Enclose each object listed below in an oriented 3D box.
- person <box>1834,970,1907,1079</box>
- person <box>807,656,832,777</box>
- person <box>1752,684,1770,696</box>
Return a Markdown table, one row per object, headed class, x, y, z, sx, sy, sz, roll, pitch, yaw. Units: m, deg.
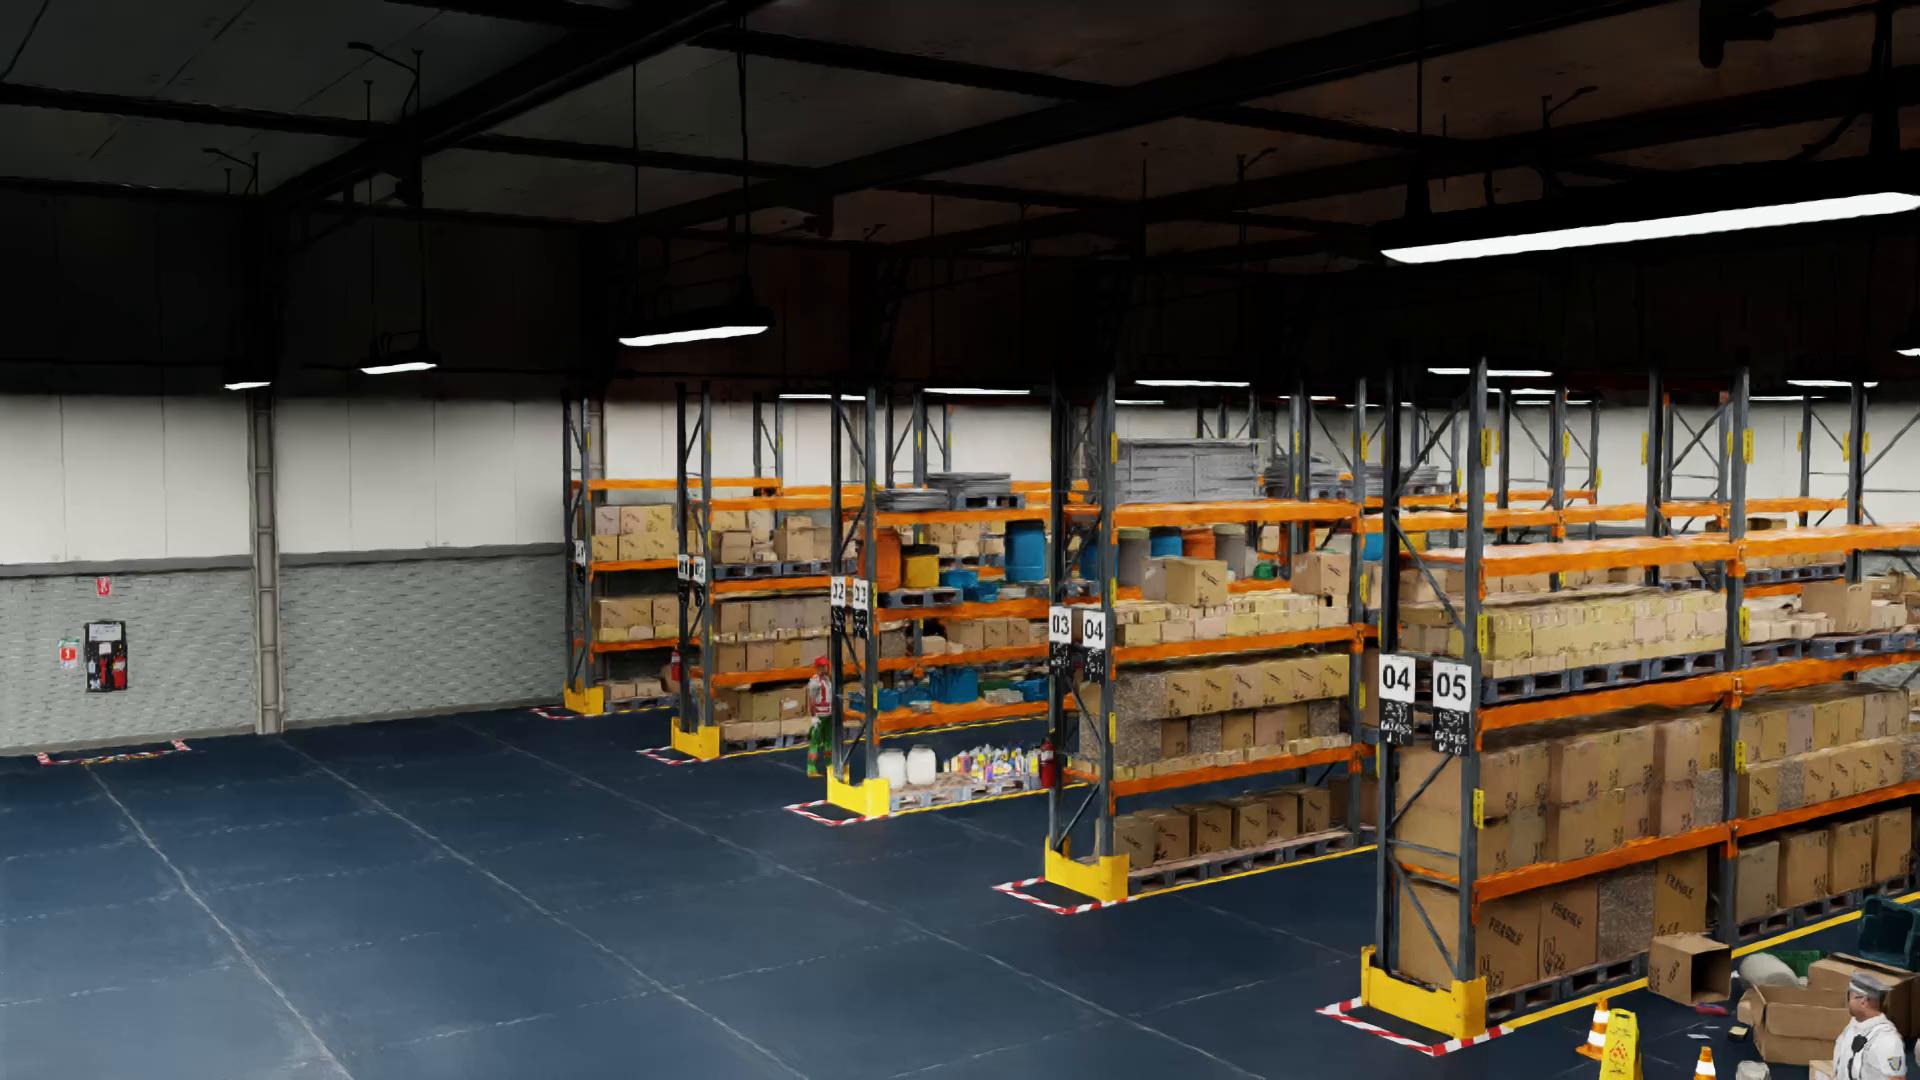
| class | x | y | z | sx | sy | sz | roll | pitch | yaw |
| --- | --- | --- | --- | --- | --- | --- | --- | --- | --- |
| person | 5.704 | 3.607 | 10.409 | 0.452 | 1.748 | 0.676 | 1 | 4 | 13 |
| person | -2.032 | 2.646 | 25.034 | 0.451 | 1.789 | 0.605 | 2 | 4 | 25 |
| person | 11.276 | 2.800 | 23.341 | 1.111 | 1.724 | 0.603 | -3 | 5 | -36 |
